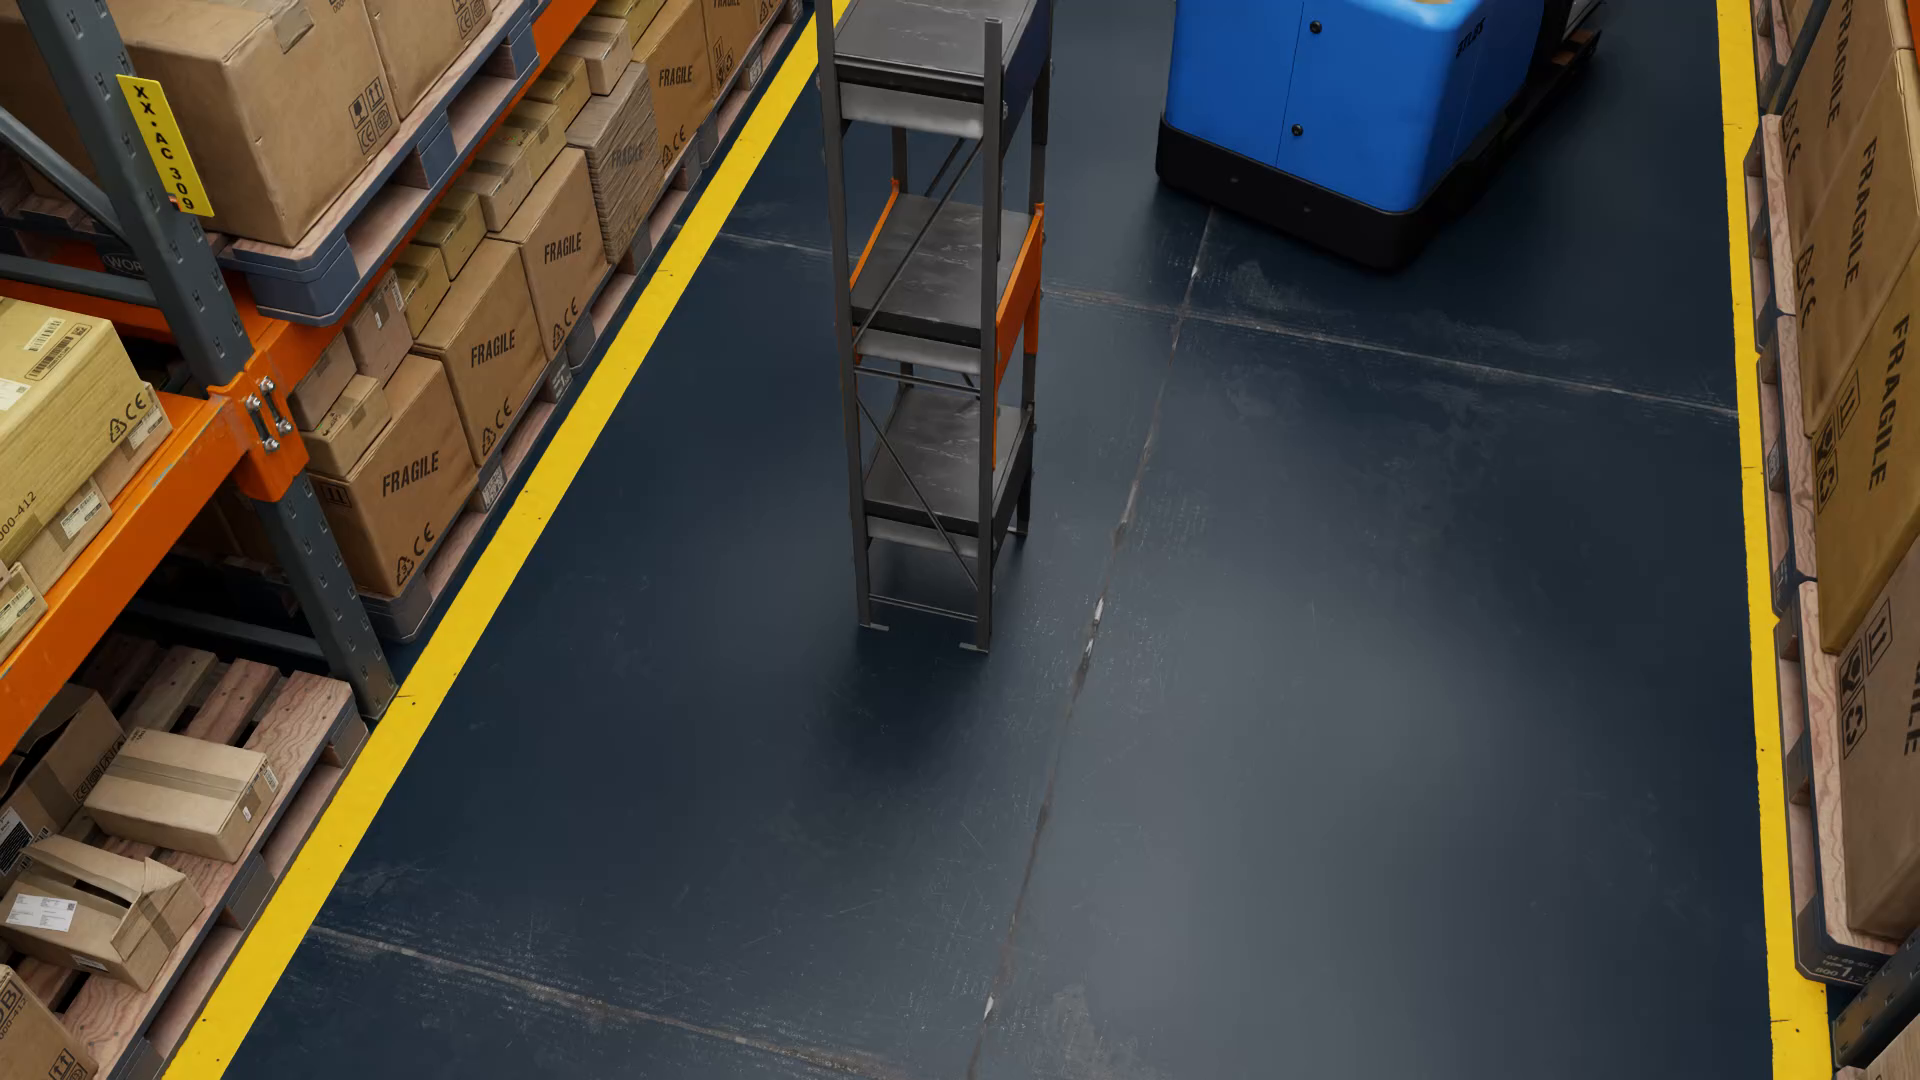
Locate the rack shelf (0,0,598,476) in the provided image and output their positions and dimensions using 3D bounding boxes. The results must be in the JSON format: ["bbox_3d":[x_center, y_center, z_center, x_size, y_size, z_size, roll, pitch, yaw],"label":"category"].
[{"bbox_3d":[-1.611,-1.819,5.335,1.077,0.370,4.000,12,50,10],"label":"rack shelf"}]

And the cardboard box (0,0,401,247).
[{"bbox_3d":[-1.794,-1.088,3.863,0.700,0.500,0.500,13,50,11],"label":"cardboard box"}]

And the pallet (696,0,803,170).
[{"bbox_3d":[-1.318,-2.048,6.917,1.003,0.211,1.213,12,50,10],"label":"pallet"}]

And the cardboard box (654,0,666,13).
[{"bbox_3d":[-1.238,-2.056,6.018,0.380,0.149,0.250,13,50,11],"label":"cardboard box"}]

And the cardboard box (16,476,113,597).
[{"bbox_3d":[-2.025,-0.054,3.465,0.380,0.149,0.250,13,50,11],"label":"cardboard box"}]

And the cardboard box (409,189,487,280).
[{"bbox_3d":[-1.673,-0.948,5.041,0.380,0.149,0.250,11,49,9],"label":"cardboard box"}]

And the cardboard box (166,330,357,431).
[{"bbox_3d":[-1.845,-0.454,4.406,0.380,0.149,0.250,11,49,9],"label":"cardboard box"}]

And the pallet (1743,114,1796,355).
[{"bbox_3d":[3.425,-1.049,6.035,1.003,0.211,1.213,12,50,10],"label":"pallet"}]

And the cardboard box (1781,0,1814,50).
[{"bbox_3d":[3.863,-2.203,6.666,0.950,0.372,0.625,9,49,7],"label":"cardboard box"}]

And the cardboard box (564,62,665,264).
[{"bbox_3d":[-1.384,-1.349,5.827,0.500,0.500,0.500,10,49,9],"label":"cardboard box"}]

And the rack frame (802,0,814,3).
[{"bbox_3d":[-1.085,-3.504,6.342,1.000,3.000,0.127,12,50,10],"label":"rack frame"}]

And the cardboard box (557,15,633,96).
[{"bbox_3d":[-1.347,-1.669,5.677,0.380,0.149,0.250,9,49,8],"label":"cardboard box"}]

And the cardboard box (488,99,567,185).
[{"bbox_3d":[-1.503,-1.301,5.352,0.380,0.149,0.250,13,50,11],"label":"cardboard box"}]

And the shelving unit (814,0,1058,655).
[{"bbox_3d":[-0.044,-0.575,4.357,0.431,2.100,0.503,12,50,10],"label":"shelving unit"}]

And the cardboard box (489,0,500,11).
[{"bbox_3d":[-1.402,-1.634,4.501,0.396,0.266,0.258,14,50,12],"label":"cardboard box"}]

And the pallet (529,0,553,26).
[{"bbox_3d":[-1.592,-2.033,5.171,1.003,0.211,1.213,12,50,10],"label":"pallet"}]

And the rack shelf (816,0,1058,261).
[{"bbox_3d":[-0.044,-1.029,3.842,0.431,0.518,0.480,12,50,10],"label":"rack shelf"}]

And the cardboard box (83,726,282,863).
[{"bbox_3d":[-2.001,0.655,4.293,0.380,0.149,0.250,10,49,9],"label":"cardboard box"}]

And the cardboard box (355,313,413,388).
[{"bbox_3d":[-1.788,-0.560,4.698,0.380,0.149,0.250,10,49,9],"label":"cardboard box"}]

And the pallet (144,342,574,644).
[{"bbox_3d":[-1.960,-0.284,5.360,1.003,0.211,1.213,12,50,10],"label":"pallet"}]

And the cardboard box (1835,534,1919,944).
[{"bbox_3d":[2.738,0.466,3.975,0.875,0.875,0.875,13,50,11],"label":"cardboard box"}]

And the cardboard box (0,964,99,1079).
[{"bbox_3d":[-2.402,1.186,3.590,0.700,0.500,0.500,10,49,9],"label":"cardboard box"}]

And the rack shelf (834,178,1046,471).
[{"bbox_3d":[-0.044,-0.566,4.367,0.431,0.518,0.480,12,50,10],"label":"rack shelf"}]

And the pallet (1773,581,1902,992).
[{"bbox_3d":[2.782,0.716,4.477,1.003,0.211,1.213,12,50,10],"label":"pallet"}]

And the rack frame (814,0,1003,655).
[{"bbox_3d":[-0.108,-0.399,4.201,0.400,2.100,0.015,12,50,10],"label":"rack frame"}]

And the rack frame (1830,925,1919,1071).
[{"bbox_3d":[2.652,0.366,2.926,1.000,3.000,0.127,12,50,10],"label":"rack frame"}]

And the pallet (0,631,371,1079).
[{"bbox_3d":[-2.319,0.809,4.395,1.003,0.211,1.213,12,50,10],"label":"pallet"}]

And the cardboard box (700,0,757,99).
[{"bbox_3d":[-1.131,-2.107,6.496,0.500,0.500,0.500,11,49,9],"label":"cardboard box"}]

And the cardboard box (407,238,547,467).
[{"bbox_3d":[-1.663,-0.615,5.179,0.500,0.500,0.500,11,49,10],"label":"cardboard box"}]

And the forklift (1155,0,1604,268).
[{"bbox_3d":[2.020,-3.025,5.965,1.130,2.935,3.031,28,54,23],"label":"forklift"}]

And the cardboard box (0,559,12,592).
[{"bbox_3d":[-2.154,0.122,3.043,0.500,0.250,0.500,12,50,10],"label":"cardboard box"}]

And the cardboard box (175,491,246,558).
[{"bbox_3d":[-2.294,-0.336,4.933,0.500,0.500,0.500,11,50,10],"label":"cardboard box"}]

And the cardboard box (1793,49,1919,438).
[{"bbox_3d":[3.204,-0.835,5.124,0.875,0.875,0.875,12,50,10],"label":"cardboard box"}]
